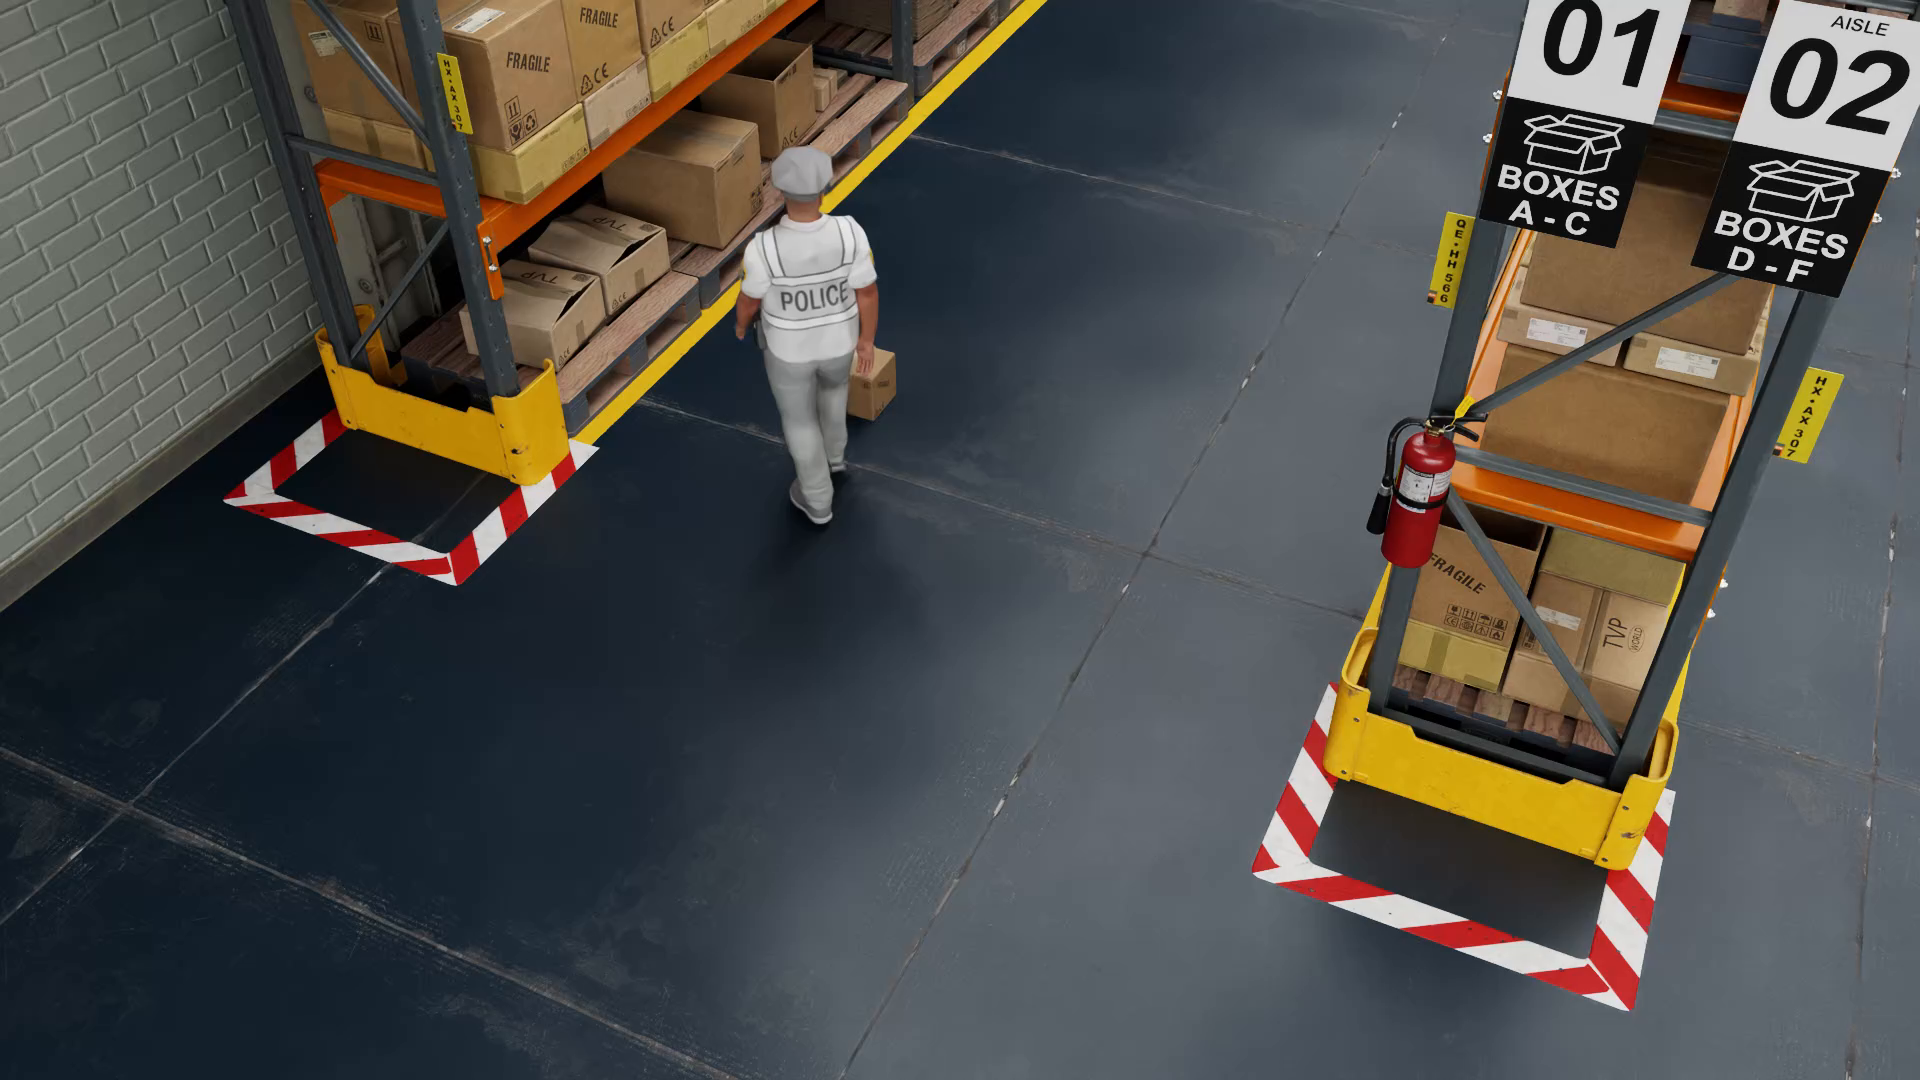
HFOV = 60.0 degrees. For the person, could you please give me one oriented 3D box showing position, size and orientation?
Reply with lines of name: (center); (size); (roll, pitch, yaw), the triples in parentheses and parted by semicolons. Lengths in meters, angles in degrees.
person: (-0.665, -0.853, 7.149); (0.552, 1.862, 0.543); (-17, 44, -18)
